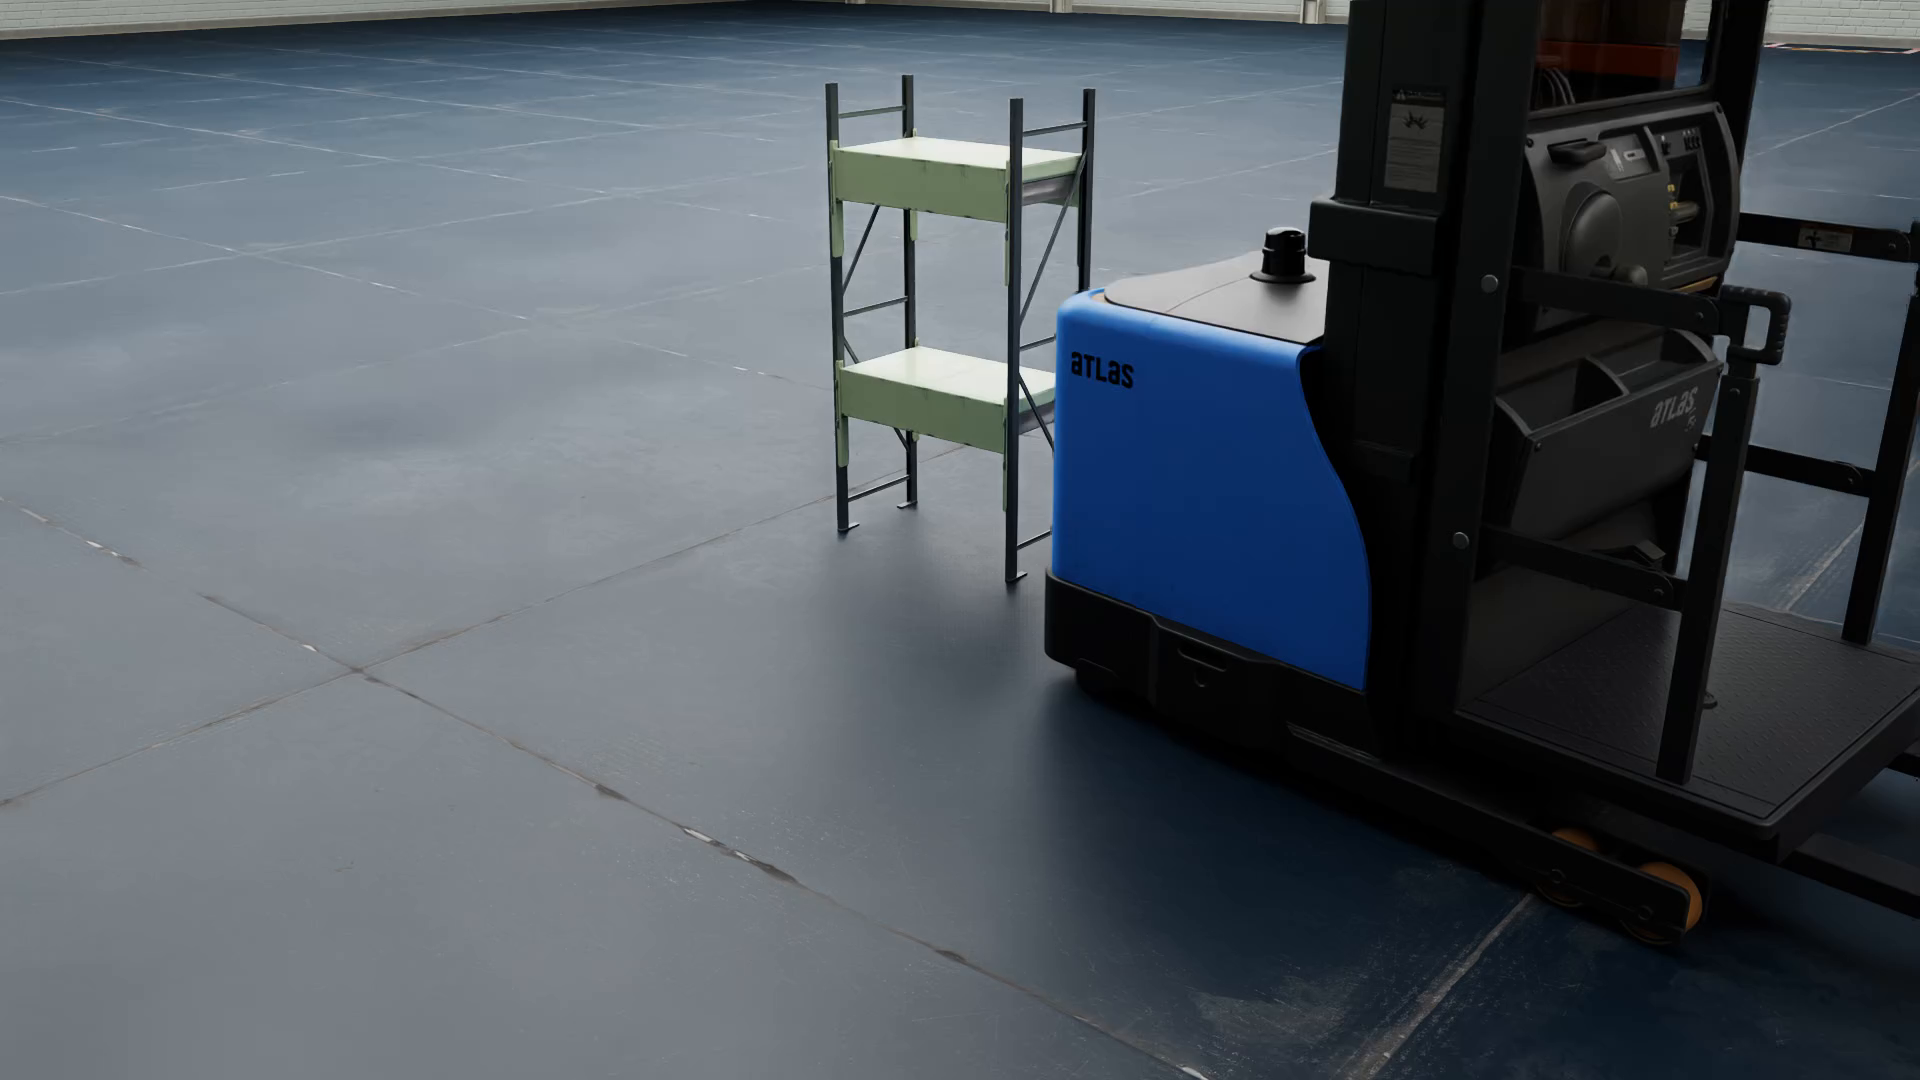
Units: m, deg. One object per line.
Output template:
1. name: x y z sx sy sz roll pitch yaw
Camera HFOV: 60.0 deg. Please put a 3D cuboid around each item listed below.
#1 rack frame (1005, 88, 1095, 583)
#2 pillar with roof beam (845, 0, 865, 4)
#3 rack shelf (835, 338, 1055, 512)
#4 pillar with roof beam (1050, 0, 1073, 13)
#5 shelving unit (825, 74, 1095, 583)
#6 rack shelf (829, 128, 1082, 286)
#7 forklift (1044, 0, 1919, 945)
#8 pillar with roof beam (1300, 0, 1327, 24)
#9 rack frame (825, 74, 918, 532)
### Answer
1. rack frame: 0.278 -0.622 5.191 0.023 1.500 0.400 16 26 36
2. pillar with roof beam: -5.191 -15.724 34.611 0.400 9.000 9.100 16 26 36
3. rack shelf: -0.005 -0.398 5.523 0.720 0.370 0.431 16 26 36
4. pillar with roof beam: -0.543 -14.385 31.062 0.400 9.000 9.100 16 26 36
5. shelving unit: -0.005 -0.703 5.407 0.755 1.500 0.431 16 26 36
6. rack shelf: -0.005 -1.068 5.270 0.720 0.370 0.431 16 26 36
7. forklift: 1.615 -0.738 3.472 1.130 2.935 3.031 -19 28 -40
8. pillar with roof beam: 4.105 -13.047 27.512 0.400 9.000 9.100 16 26 36
9. rack frame: -0.289 -0.785 5.624 0.023 1.500 0.400 16 26 36
